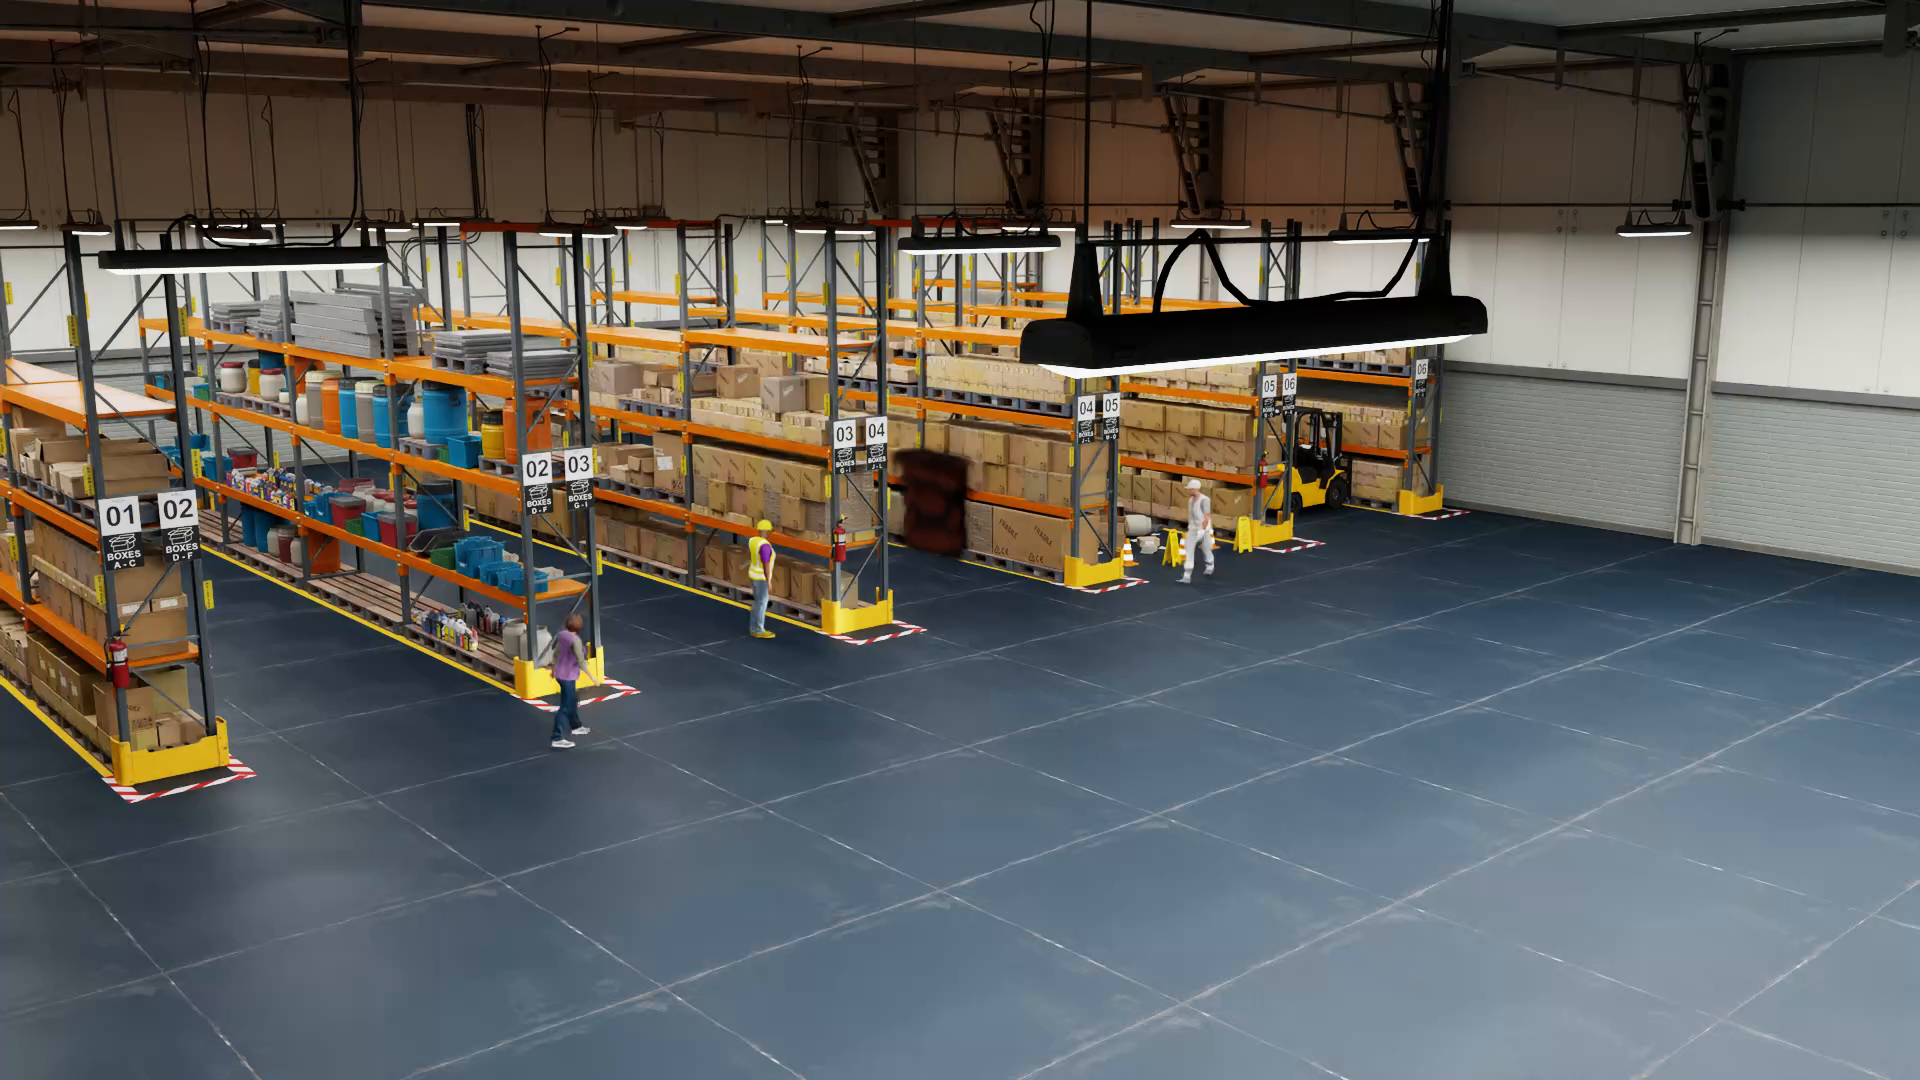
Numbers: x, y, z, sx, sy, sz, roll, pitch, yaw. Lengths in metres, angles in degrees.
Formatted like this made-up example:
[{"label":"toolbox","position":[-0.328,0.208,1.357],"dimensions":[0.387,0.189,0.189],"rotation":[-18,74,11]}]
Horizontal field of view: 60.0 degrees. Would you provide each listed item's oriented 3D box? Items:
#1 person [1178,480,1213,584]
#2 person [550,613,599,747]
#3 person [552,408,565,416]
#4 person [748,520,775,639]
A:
[{"label":"person","position":[4.038,-0.156,28.236],"dimensions":[0.484,1.745,1.057],"rotation":[5,13,24]},{"label":"person","position":[-4.645,1.643,19.796],"dimensions":[0.618,1.581,0.570],"rotation":[-7,13,-32]},{"label":"person","position":[-9.623,-2.505,40.033],"dimensions":[0.611,1.736,0.709],"rotation":[0,11,-2]},{"label":"person","position":[-2.918,0.572,24.554],"dimensions":[0.404,1.768,0.610],"rotation":[-4,12,-19]}]
